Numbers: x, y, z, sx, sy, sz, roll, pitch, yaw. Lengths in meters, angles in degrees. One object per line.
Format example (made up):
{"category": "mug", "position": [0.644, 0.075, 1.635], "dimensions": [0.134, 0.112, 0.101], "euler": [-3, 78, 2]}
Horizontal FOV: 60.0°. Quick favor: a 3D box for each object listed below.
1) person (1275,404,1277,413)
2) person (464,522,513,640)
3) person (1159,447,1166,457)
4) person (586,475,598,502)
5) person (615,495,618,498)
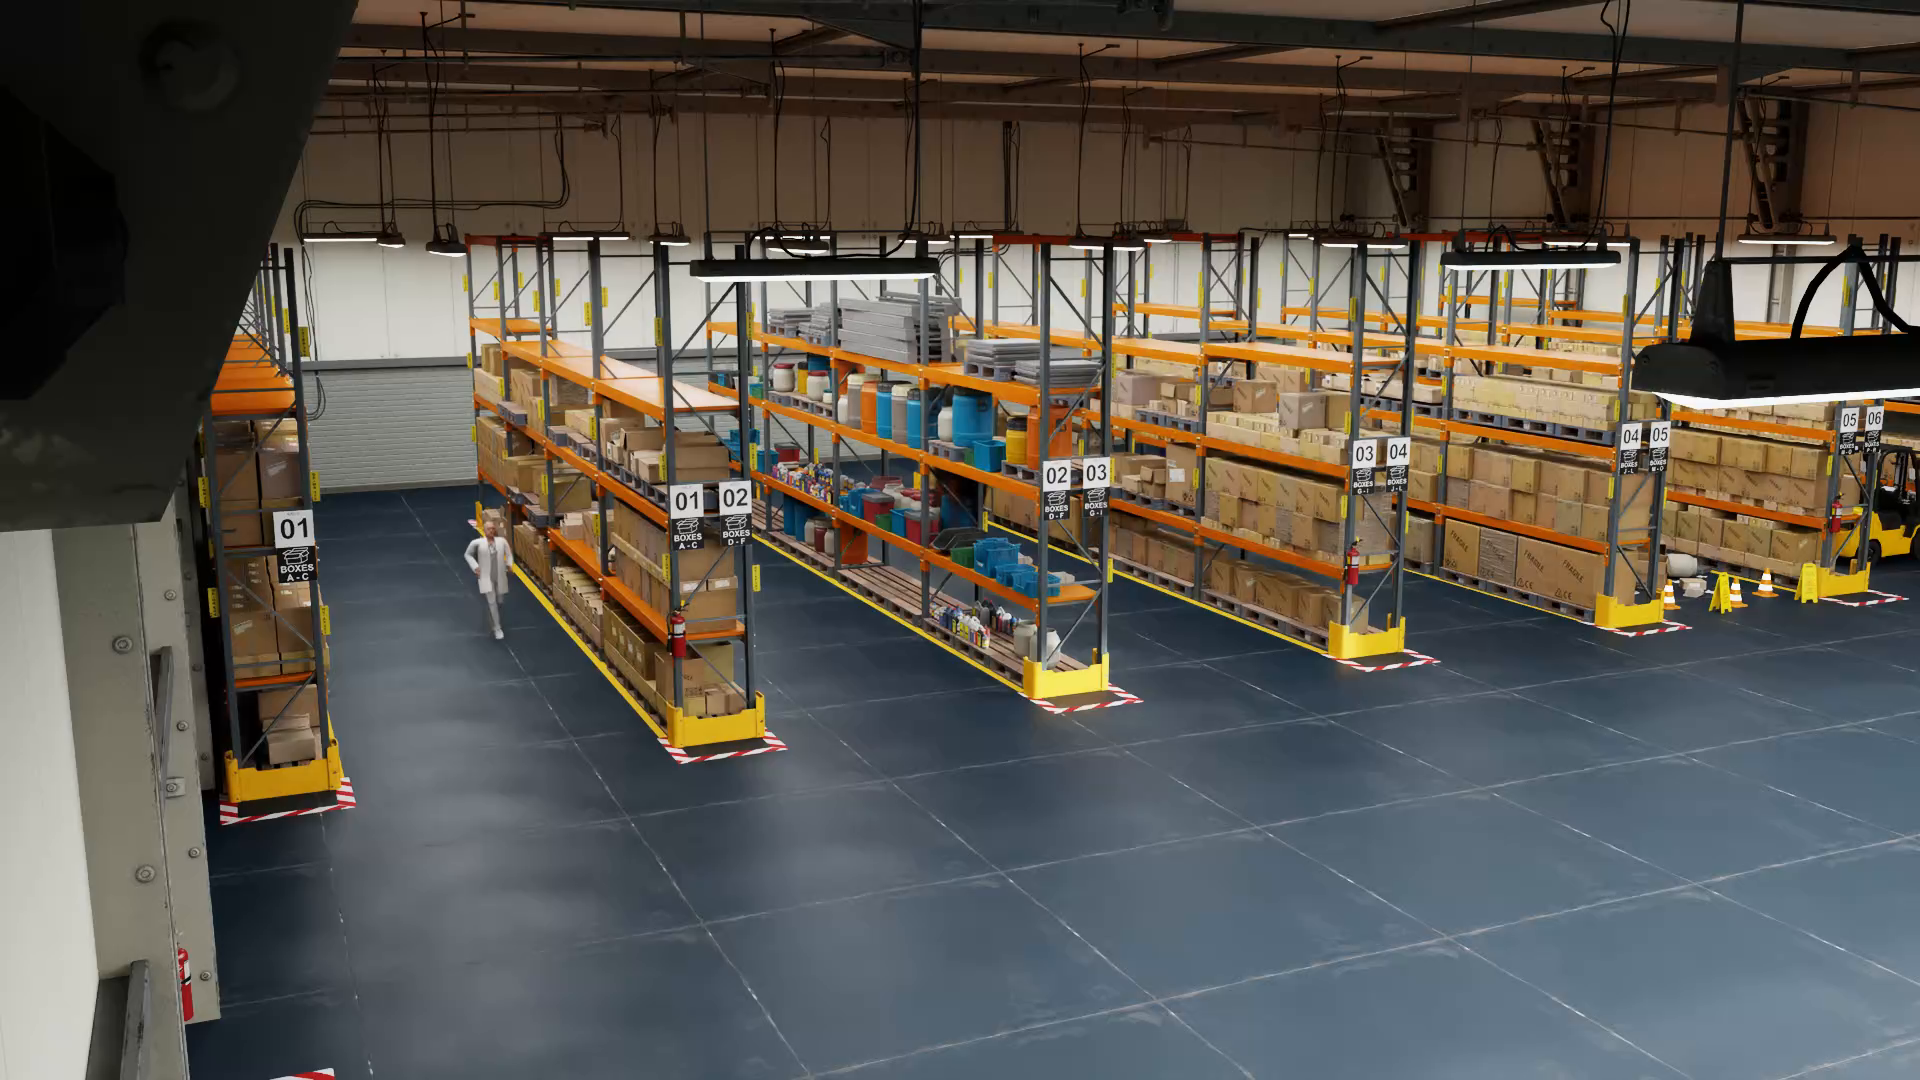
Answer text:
{"category": "person", "position": [8.110, -2.882, 43.721], "dimensions": [0.628, 1.672, 0.630], "euler": [0, 11, 1]}
{"category": "person", "position": [-7.209, 0.588, 25.557], "dimensions": [0.711, 1.769, 0.899], "euler": [-6, 13, -29]}
{"category": "person", "position": [5.409, -2.688, 42.581], "dimensions": [0.937, 1.640, 0.620], "euler": [-4, 12, -21]}
{"category": "person", "position": [-7.910, -1.150, 35.439], "dimensions": [0.861, 1.406, 0.621], "euler": [9, 14, 39]}
{"category": "person", "position": [-6.618, -0.841, 33.034], "dimensions": [0.716, 1.689, 0.579], "euler": [-8, 13, -35]}
